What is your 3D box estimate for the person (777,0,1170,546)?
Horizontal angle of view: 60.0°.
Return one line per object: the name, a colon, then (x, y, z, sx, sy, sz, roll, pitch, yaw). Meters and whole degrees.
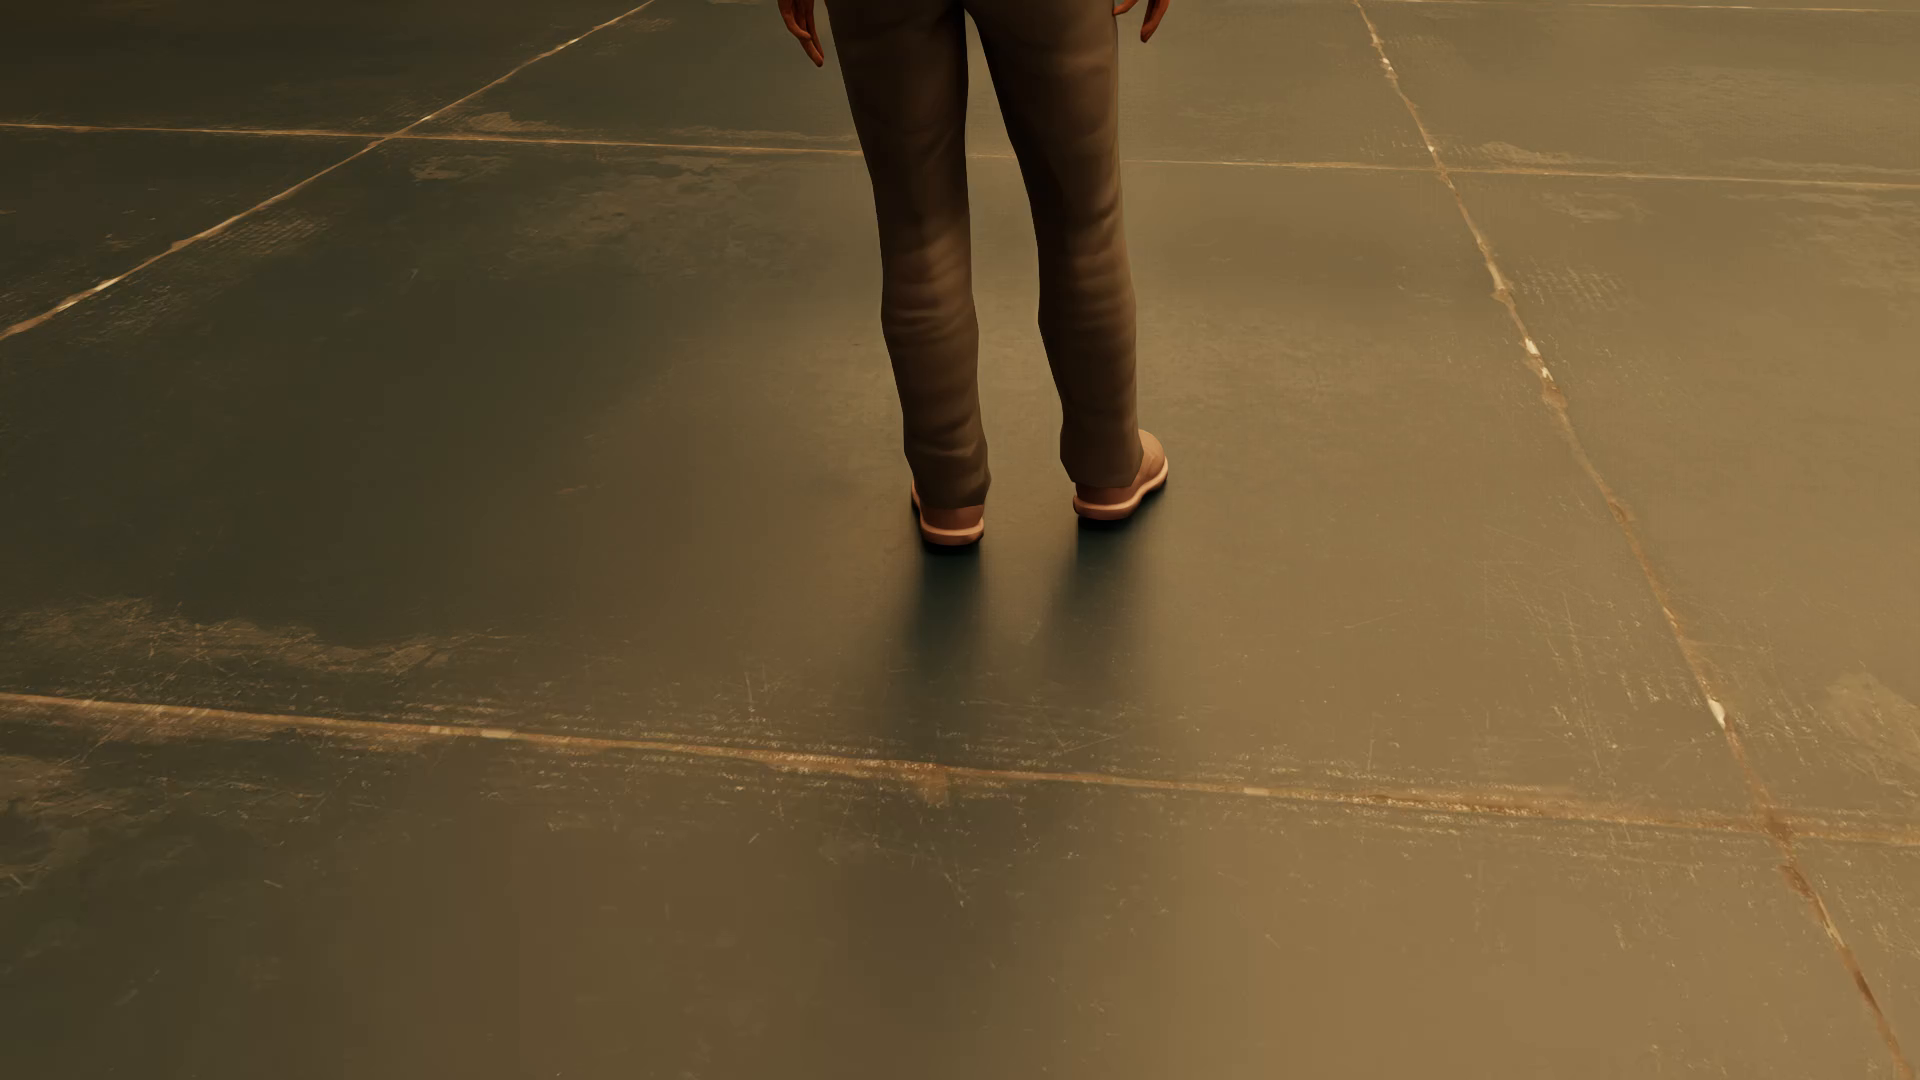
person: (0.031, -0.784, 2.203, 0.569, 1.654, 0.504, 3, 27, 7)
